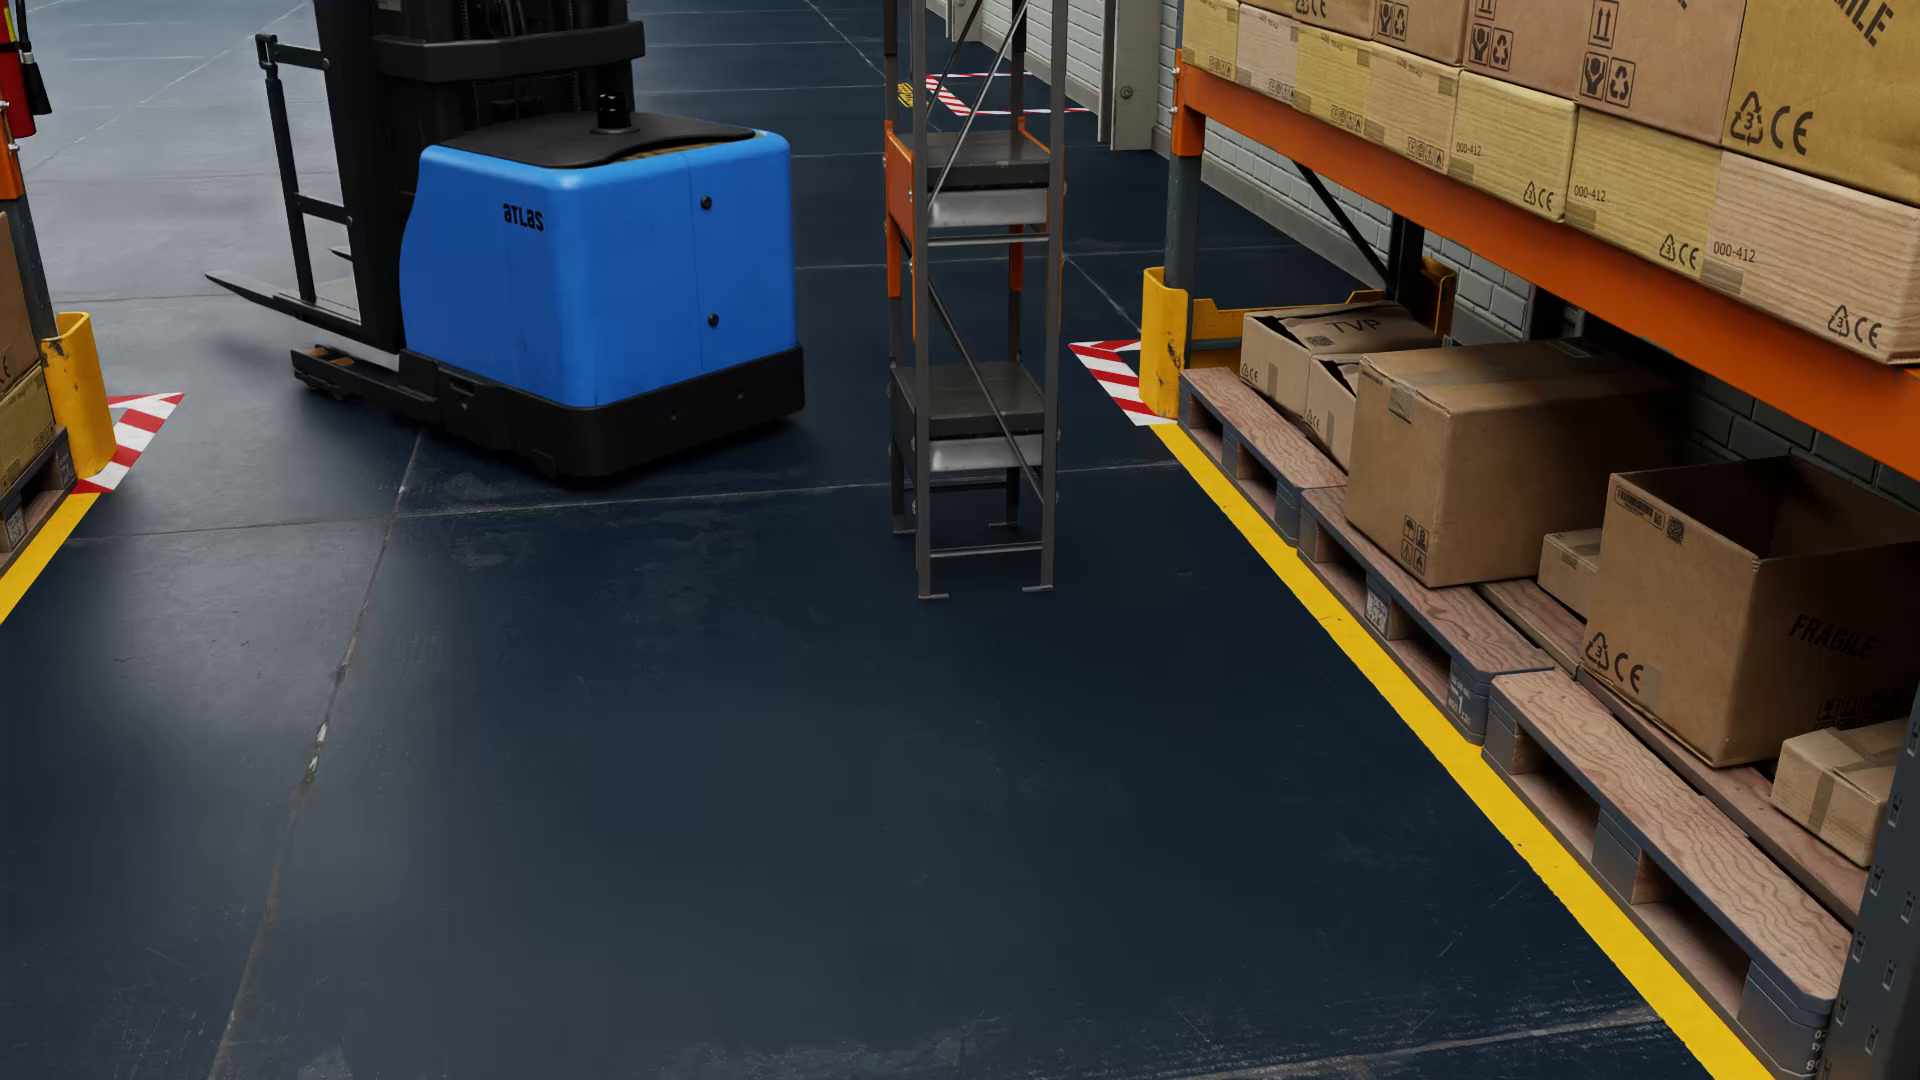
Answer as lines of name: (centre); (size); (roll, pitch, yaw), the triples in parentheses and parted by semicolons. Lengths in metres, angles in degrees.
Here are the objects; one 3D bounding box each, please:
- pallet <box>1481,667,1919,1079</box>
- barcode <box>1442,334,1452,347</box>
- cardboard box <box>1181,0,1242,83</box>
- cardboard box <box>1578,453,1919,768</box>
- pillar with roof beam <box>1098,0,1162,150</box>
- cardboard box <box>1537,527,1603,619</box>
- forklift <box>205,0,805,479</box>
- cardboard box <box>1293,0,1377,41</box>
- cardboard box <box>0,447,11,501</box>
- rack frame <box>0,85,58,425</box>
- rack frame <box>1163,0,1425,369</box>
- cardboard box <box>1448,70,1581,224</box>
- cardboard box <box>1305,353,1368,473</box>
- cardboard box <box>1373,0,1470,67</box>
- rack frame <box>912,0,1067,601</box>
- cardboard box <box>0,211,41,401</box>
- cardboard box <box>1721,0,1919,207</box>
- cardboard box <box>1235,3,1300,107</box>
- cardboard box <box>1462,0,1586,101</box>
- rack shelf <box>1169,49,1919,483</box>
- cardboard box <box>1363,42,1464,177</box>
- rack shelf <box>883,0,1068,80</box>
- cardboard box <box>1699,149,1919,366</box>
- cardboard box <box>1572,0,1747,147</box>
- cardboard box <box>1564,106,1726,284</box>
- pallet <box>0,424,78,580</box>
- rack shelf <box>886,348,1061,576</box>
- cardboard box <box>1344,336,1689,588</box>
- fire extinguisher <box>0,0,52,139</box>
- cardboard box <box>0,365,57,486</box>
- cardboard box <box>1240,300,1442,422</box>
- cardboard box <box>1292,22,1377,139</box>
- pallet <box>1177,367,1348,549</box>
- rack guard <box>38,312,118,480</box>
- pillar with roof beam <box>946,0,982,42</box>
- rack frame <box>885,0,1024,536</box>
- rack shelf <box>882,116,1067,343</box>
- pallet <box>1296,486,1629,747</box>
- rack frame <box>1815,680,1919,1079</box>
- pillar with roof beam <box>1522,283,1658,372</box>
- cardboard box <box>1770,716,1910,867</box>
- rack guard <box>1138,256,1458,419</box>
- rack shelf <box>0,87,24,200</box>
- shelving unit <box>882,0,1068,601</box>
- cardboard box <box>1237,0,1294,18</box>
pallet: (1.865, 0.621, 3.565); (1.003, 0.211, 1.213); (-4, 24, -10)
barcode: (1.720, -0.686, 5.872); (0.001, 0.075, 0.075); (-4, 24, -10)
cardboard box: (1.063, -1.694, 5.543); (0.500, 0.250, 0.500); (-5, 24, -11)
cardboard box: (1.793, 0.143, 3.748); (0.500, 0.500, 0.500); (-6, 24, -14)
pillar with roof beam: (-3.076, -6.548, 9.000); (9.100, 9.000, 0.400); (-4, 24, -10)
cardboard box: (1.748, 0.079, 4.335); (0.380, 0.149, 0.250); (-6, 24, -14)
forklift: (-2.018, -2.028, 6.231); (3.031, 2.935, 1.130); (20, 30, 37)
cardboard box: (1.248, -1.644, 4.492); (0.500, 0.500, 0.500); (-5, 24, -11)
cardboard box: (-3.089, -0.148, 4.753); (0.500, 0.250, 0.500); (-4, 24, -10)
rack frame: (-3.583, -1.601, 5.168); (1.000, 3.000, 0.127); (-4, 24, -10)
rack frame: (1.284, -1.969, 6.011); (1.000, 3.000, 0.127); (-4, 24, -10)
cardboard box: (1.446, -0.893, 3.710); (0.500, 0.250, 0.500); (-4, 24, -10)
cardboard box: (1.429, -0.435, 5.309); (0.500, 0.311, 0.500); (-2, 24, -5)
cardboard box: (1.355, -1.442, 4.030); (0.500, 0.500, 0.500); (-4, 24, -8)
rack frame: (0.076, -0.801, 4.461); (0.400, 2.100, 0.015); (-4, 24, -10)
cardboard box: (-3.192, -0.688, 5.051); (0.500, 0.500, 0.500); (-4, 24, -10)
cardboard box: (1.633, -0.843, 2.657); (0.500, 0.500, 0.500); (-4, 24, -10)
cardboard box: (1.173, -1.491, 5.078); (0.500, 0.250, 0.500); (-5, 24, -11)
cardboard box: (1.452, -1.238, 3.561); (0.500, 0.500, 0.500); (-5, 24, -11)
rack shelf: (1.654, -0.853, 4.353); (1.077, 0.370, 4.000); (-4, 24, -10)
cardboard box: (1.352, -1.091, 4.163); (0.500, 0.250, 0.500); (-4, 24, -9)
rack shelf: (0.031, -1.526, 4.406); (0.431, 0.518, 0.480); (-4, 24, -10)
cardboard box: (1.639, -0.500, 2.809); (0.500, 0.250, 0.500); (-4, 24, -10)
cardboard box: (1.535, -1.039, 3.106); (0.500, 0.500, 0.500); (-4, 24, -10)
cardboard box: (1.555, -0.697, 3.260); (0.500, 0.250, 0.500); (-4, 24, -10)
pallet: (-3.401, -0.025, 5.044); (1.003, 0.211, 1.213); (-4, 24, -10)
rack shelf: (0.031, -0.243, 4.966); (0.431, 0.518, 0.480); (-4, 24, -10)
cardboard box: (1.516, -0.230, 4.602); (0.700, 0.500, 0.500); (-6, 24, -13)
fire extinguisher: (-3.149, -1.646, 5.368); (0.296, 0.674, 0.183); (-4, 24, -10)
cardboard box: (-3.194, -0.344, 5.201); (0.500, 0.250, 0.500); (-4, 24, -10)
cardboard box: (1.324, -0.660, 5.822); (0.500, 0.311, 0.500); (-7, 25, -16)
cardboard box: (1.261, -1.290, 4.618); (0.500, 0.250, 0.500); (-5, 24, -11)
pallet: (1.414, -0.339, 5.763); (1.003, 0.211, 1.213); (-4, 24, -10)
rack guard: (-3.588, -0.465, 5.690); (1.175, 0.500, 0.348); (-4, 24, -10)
pillar with roof beam: (-4.186, -8.908, 14.404); (9.100, 9.000, 0.400); (-4, 24, -10)
rack frame: (-0.015, -0.993, 4.900); (0.400, 2.100, 0.015); (-4, 24, -10)
rack shelf: (0.031, -0.885, 4.686); (0.431, 0.518, 0.480); (-4, 24, -10)
pallet: (1.636, 0.140, 4.666); (1.003, 0.211, 1.213); (-4, 24, -10)
rack frame: (2.021, -0.395, 2.408); (0.949, 2.616, 0.053); (-4, 24, -10)
pillar with roof beam: (-1.967, -4.188, 3.597); (9.100, 9.000, 0.400); (-4, 24, -10)
cardboard box: (1.896, 0.493, 3.364); (0.380, 0.166, 0.250); (-8, 25, -17)
rack guard: (1.298, -0.794, 6.442); (1.175, 0.500, 0.348); (-4, 24, -10)
rack shelf: (-3.213, -0.485, 3.511); (1.077, 0.370, 4.000); (-4, 24, -10)
shelving unit: (0.031, -0.897, 4.681); (0.431, 2.100, 0.503); (-4, 24, -10)
cardboard box: (1.159, -1.848, 4.959); (0.500, 0.500, 0.500); (-4, 24, -10)
